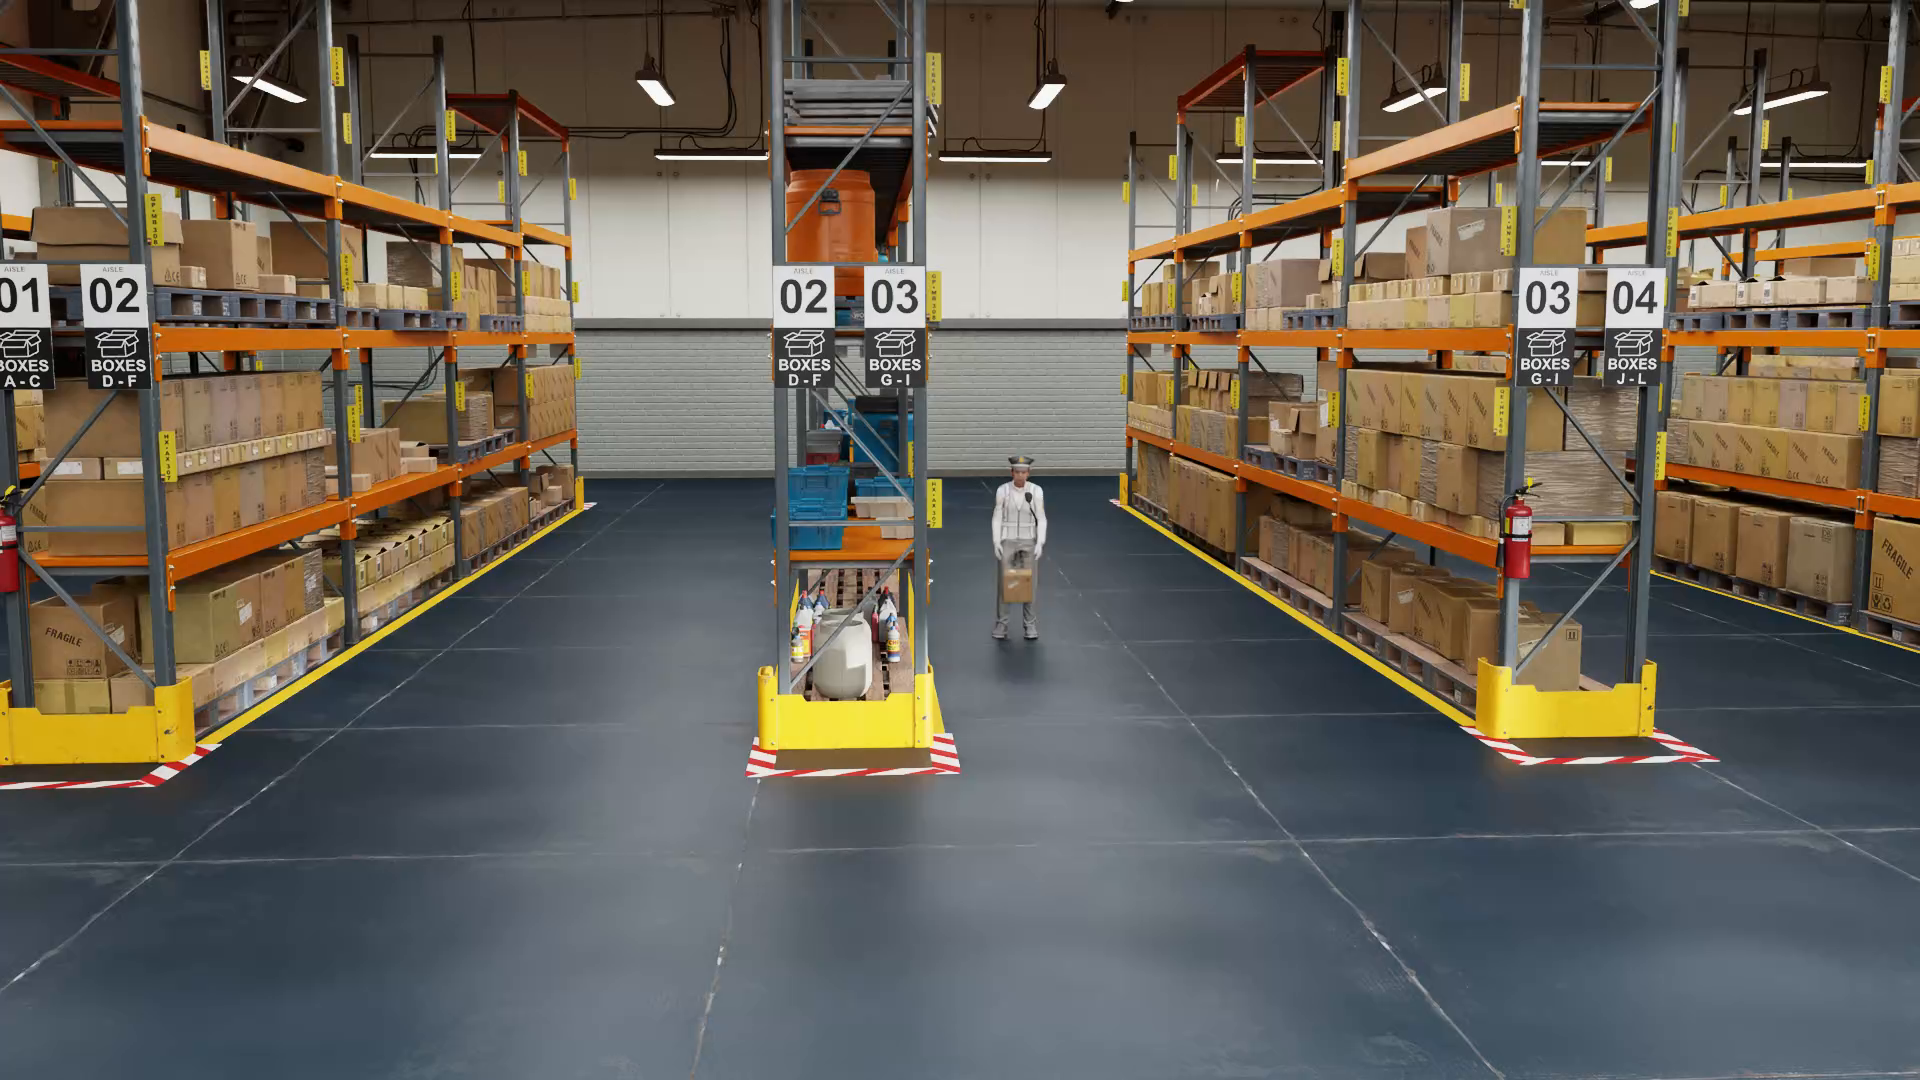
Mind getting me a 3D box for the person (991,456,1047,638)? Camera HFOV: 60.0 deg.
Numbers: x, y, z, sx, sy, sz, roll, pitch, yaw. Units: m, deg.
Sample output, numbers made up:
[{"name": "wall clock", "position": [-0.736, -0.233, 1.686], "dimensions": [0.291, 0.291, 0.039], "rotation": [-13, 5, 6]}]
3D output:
[{"name": "person", "position": [0.541, 0.055, 15.249], "dimensions": [0.508, 1.673, 0.360], "rotation": [0, 7, 3]}]
